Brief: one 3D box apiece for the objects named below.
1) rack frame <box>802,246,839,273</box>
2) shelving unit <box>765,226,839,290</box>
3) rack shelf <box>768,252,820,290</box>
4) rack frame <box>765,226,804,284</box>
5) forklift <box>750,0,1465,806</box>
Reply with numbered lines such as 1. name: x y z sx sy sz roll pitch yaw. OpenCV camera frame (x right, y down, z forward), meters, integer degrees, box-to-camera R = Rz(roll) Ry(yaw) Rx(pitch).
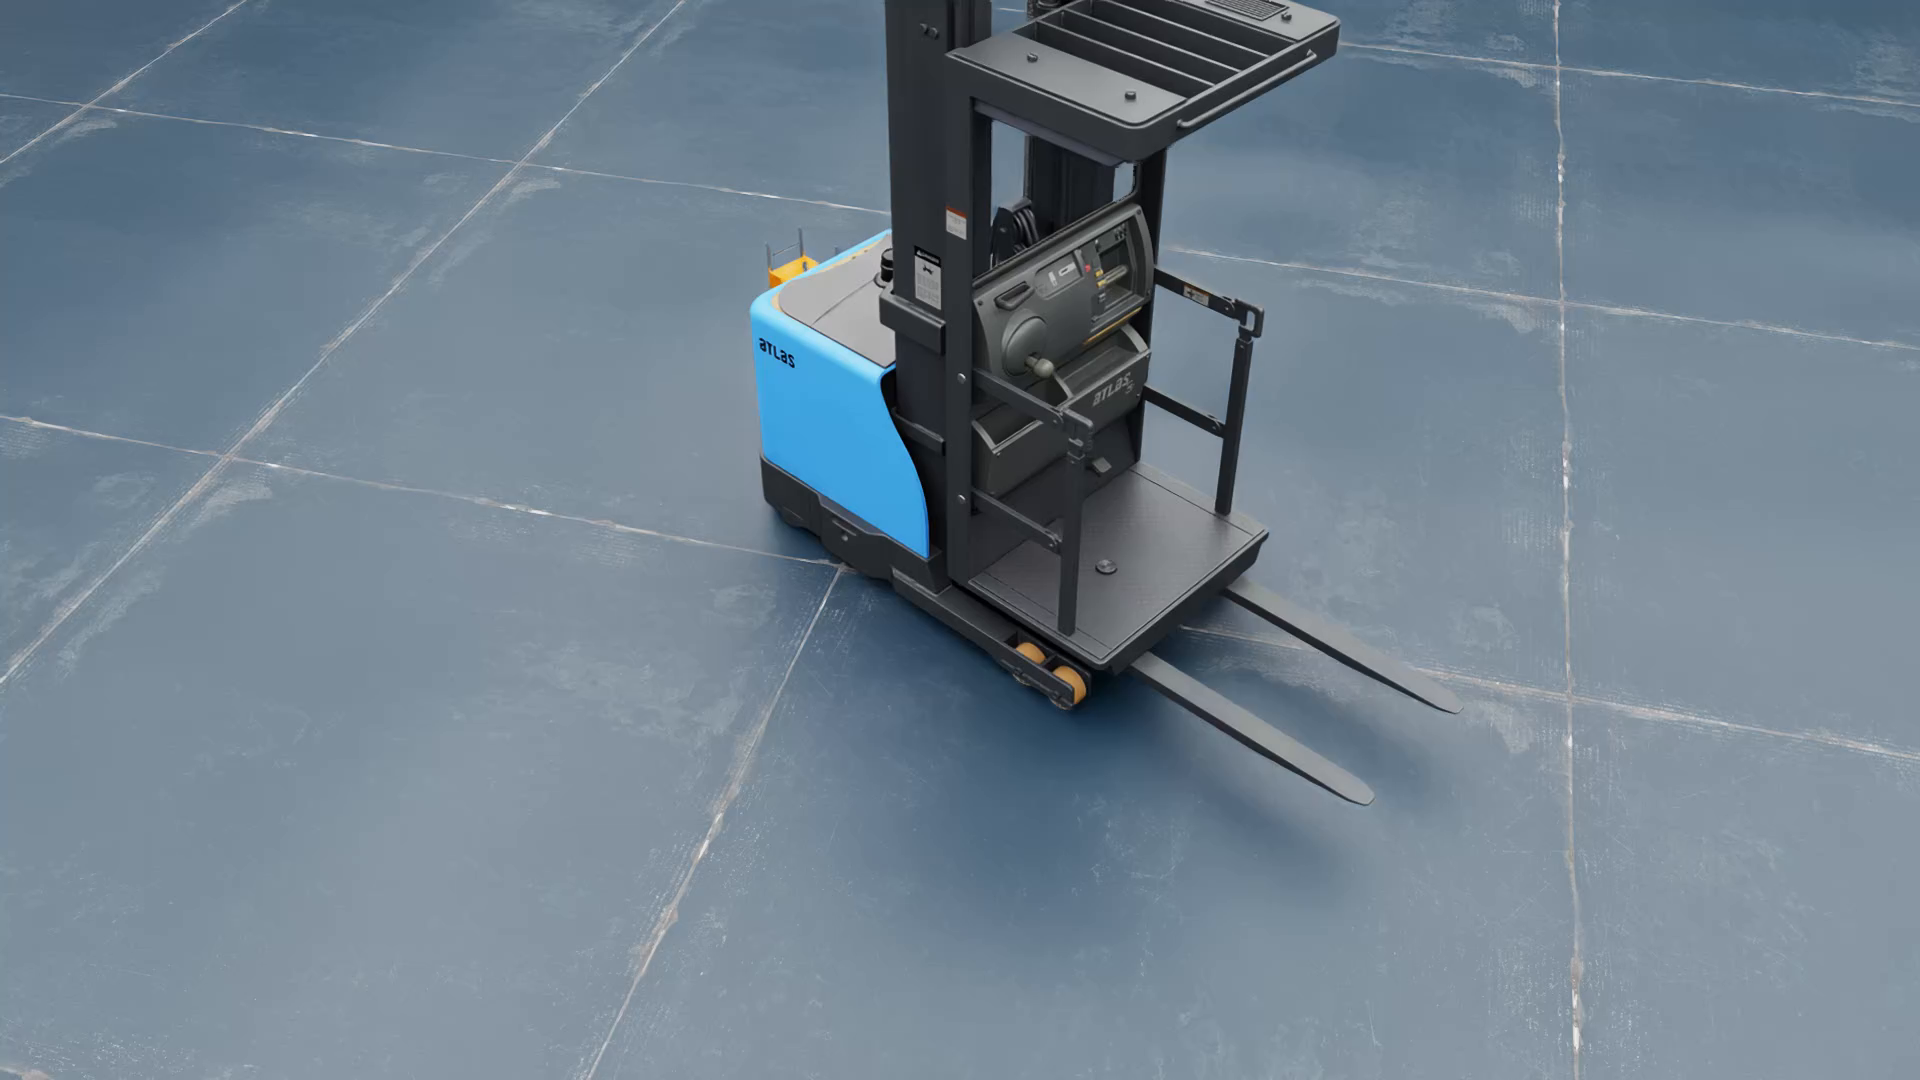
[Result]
1. rack frame: -0.582 -0.805 7.383 0.200 1.050 0.008 -33 48 -33
2. shelving unit: -0.668 -0.859 7.451 0.215 1.050 0.252 -33 48 -33
3. rack shelf: -0.672 -1.070 7.279 0.215 0.259 0.240 -33 48 -33
4. rack frame: -0.753 -0.912 7.519 0.200 1.050 0.008 -33 48 -33
5. forklift: 0.546 -0.848 5.981 3.031 2.935 1.130 31 49 32
